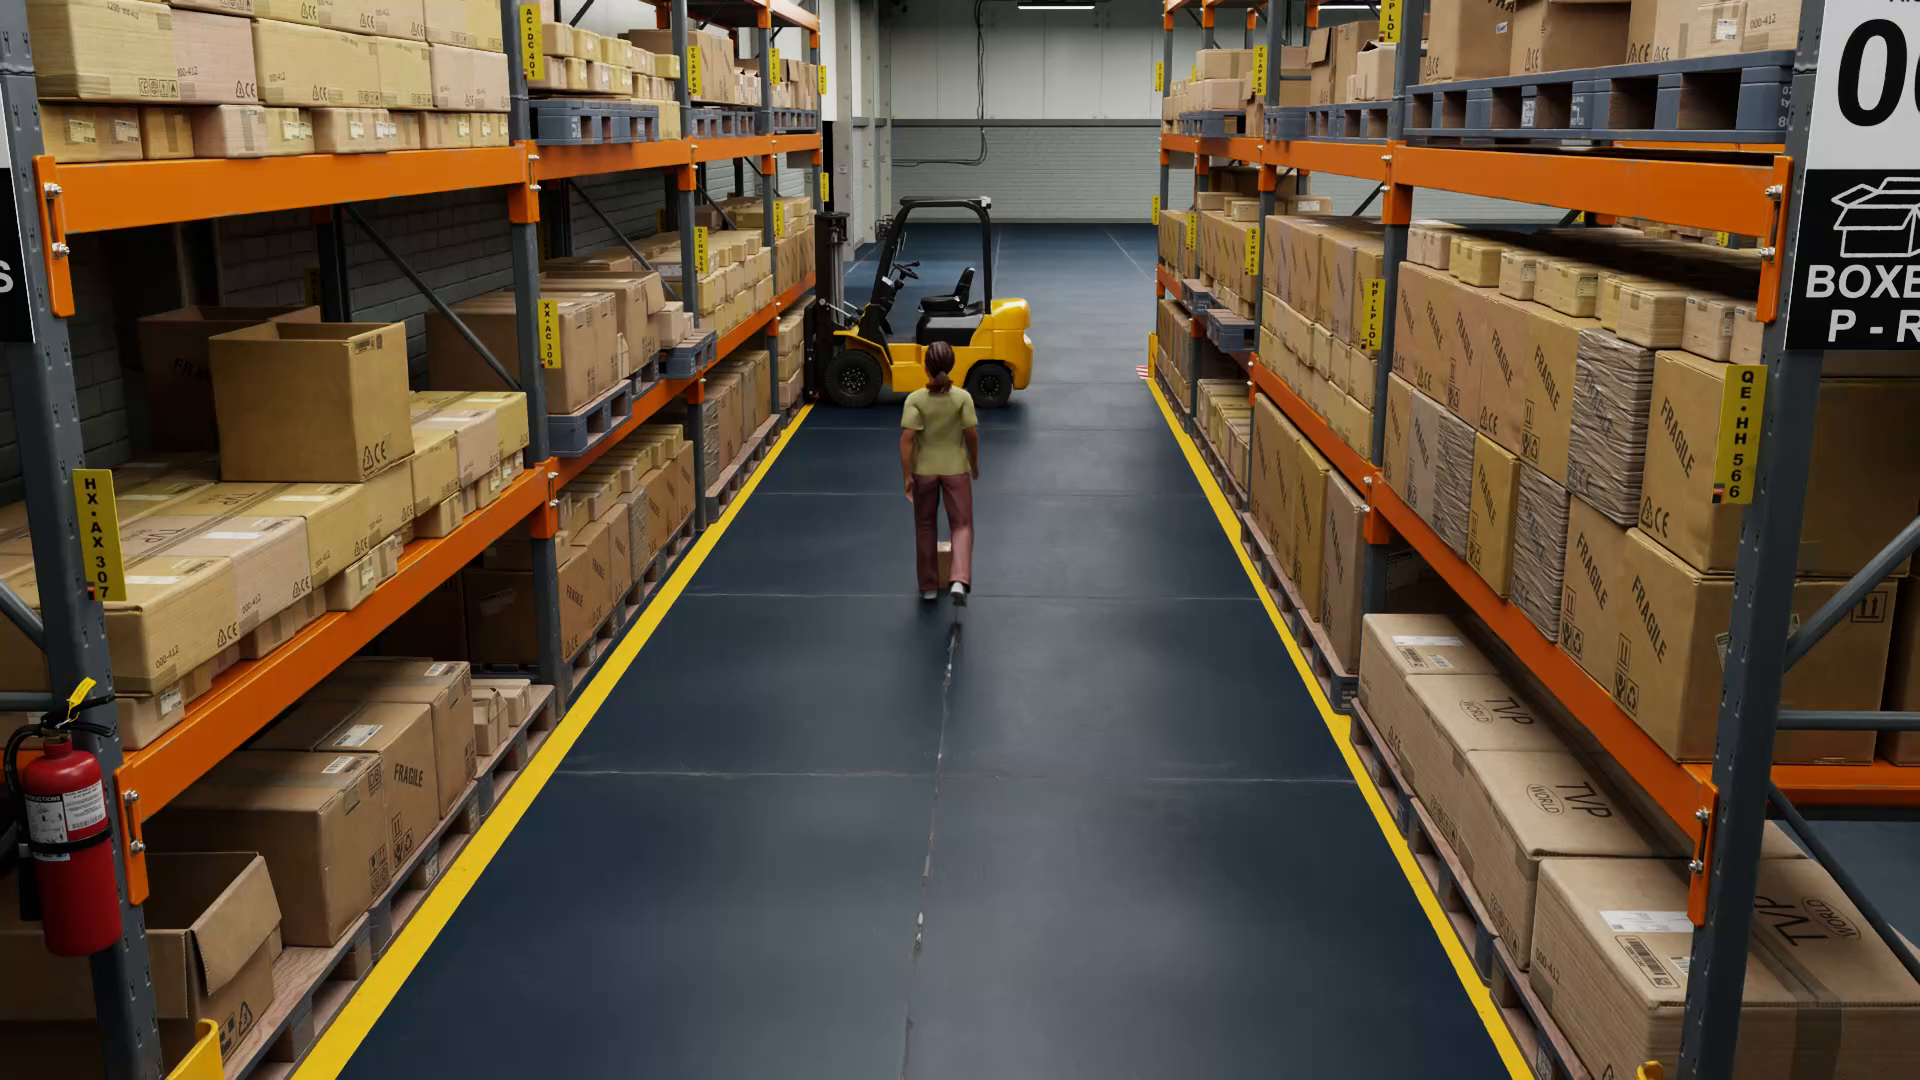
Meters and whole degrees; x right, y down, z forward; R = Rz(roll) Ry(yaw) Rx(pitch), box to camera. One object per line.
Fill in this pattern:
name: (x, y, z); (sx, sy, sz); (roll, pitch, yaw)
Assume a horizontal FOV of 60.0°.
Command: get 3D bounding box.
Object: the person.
person: (-0.120, -0.390, 10.048); (0.469, 1.645, 0.867); (0, 14, 1)
